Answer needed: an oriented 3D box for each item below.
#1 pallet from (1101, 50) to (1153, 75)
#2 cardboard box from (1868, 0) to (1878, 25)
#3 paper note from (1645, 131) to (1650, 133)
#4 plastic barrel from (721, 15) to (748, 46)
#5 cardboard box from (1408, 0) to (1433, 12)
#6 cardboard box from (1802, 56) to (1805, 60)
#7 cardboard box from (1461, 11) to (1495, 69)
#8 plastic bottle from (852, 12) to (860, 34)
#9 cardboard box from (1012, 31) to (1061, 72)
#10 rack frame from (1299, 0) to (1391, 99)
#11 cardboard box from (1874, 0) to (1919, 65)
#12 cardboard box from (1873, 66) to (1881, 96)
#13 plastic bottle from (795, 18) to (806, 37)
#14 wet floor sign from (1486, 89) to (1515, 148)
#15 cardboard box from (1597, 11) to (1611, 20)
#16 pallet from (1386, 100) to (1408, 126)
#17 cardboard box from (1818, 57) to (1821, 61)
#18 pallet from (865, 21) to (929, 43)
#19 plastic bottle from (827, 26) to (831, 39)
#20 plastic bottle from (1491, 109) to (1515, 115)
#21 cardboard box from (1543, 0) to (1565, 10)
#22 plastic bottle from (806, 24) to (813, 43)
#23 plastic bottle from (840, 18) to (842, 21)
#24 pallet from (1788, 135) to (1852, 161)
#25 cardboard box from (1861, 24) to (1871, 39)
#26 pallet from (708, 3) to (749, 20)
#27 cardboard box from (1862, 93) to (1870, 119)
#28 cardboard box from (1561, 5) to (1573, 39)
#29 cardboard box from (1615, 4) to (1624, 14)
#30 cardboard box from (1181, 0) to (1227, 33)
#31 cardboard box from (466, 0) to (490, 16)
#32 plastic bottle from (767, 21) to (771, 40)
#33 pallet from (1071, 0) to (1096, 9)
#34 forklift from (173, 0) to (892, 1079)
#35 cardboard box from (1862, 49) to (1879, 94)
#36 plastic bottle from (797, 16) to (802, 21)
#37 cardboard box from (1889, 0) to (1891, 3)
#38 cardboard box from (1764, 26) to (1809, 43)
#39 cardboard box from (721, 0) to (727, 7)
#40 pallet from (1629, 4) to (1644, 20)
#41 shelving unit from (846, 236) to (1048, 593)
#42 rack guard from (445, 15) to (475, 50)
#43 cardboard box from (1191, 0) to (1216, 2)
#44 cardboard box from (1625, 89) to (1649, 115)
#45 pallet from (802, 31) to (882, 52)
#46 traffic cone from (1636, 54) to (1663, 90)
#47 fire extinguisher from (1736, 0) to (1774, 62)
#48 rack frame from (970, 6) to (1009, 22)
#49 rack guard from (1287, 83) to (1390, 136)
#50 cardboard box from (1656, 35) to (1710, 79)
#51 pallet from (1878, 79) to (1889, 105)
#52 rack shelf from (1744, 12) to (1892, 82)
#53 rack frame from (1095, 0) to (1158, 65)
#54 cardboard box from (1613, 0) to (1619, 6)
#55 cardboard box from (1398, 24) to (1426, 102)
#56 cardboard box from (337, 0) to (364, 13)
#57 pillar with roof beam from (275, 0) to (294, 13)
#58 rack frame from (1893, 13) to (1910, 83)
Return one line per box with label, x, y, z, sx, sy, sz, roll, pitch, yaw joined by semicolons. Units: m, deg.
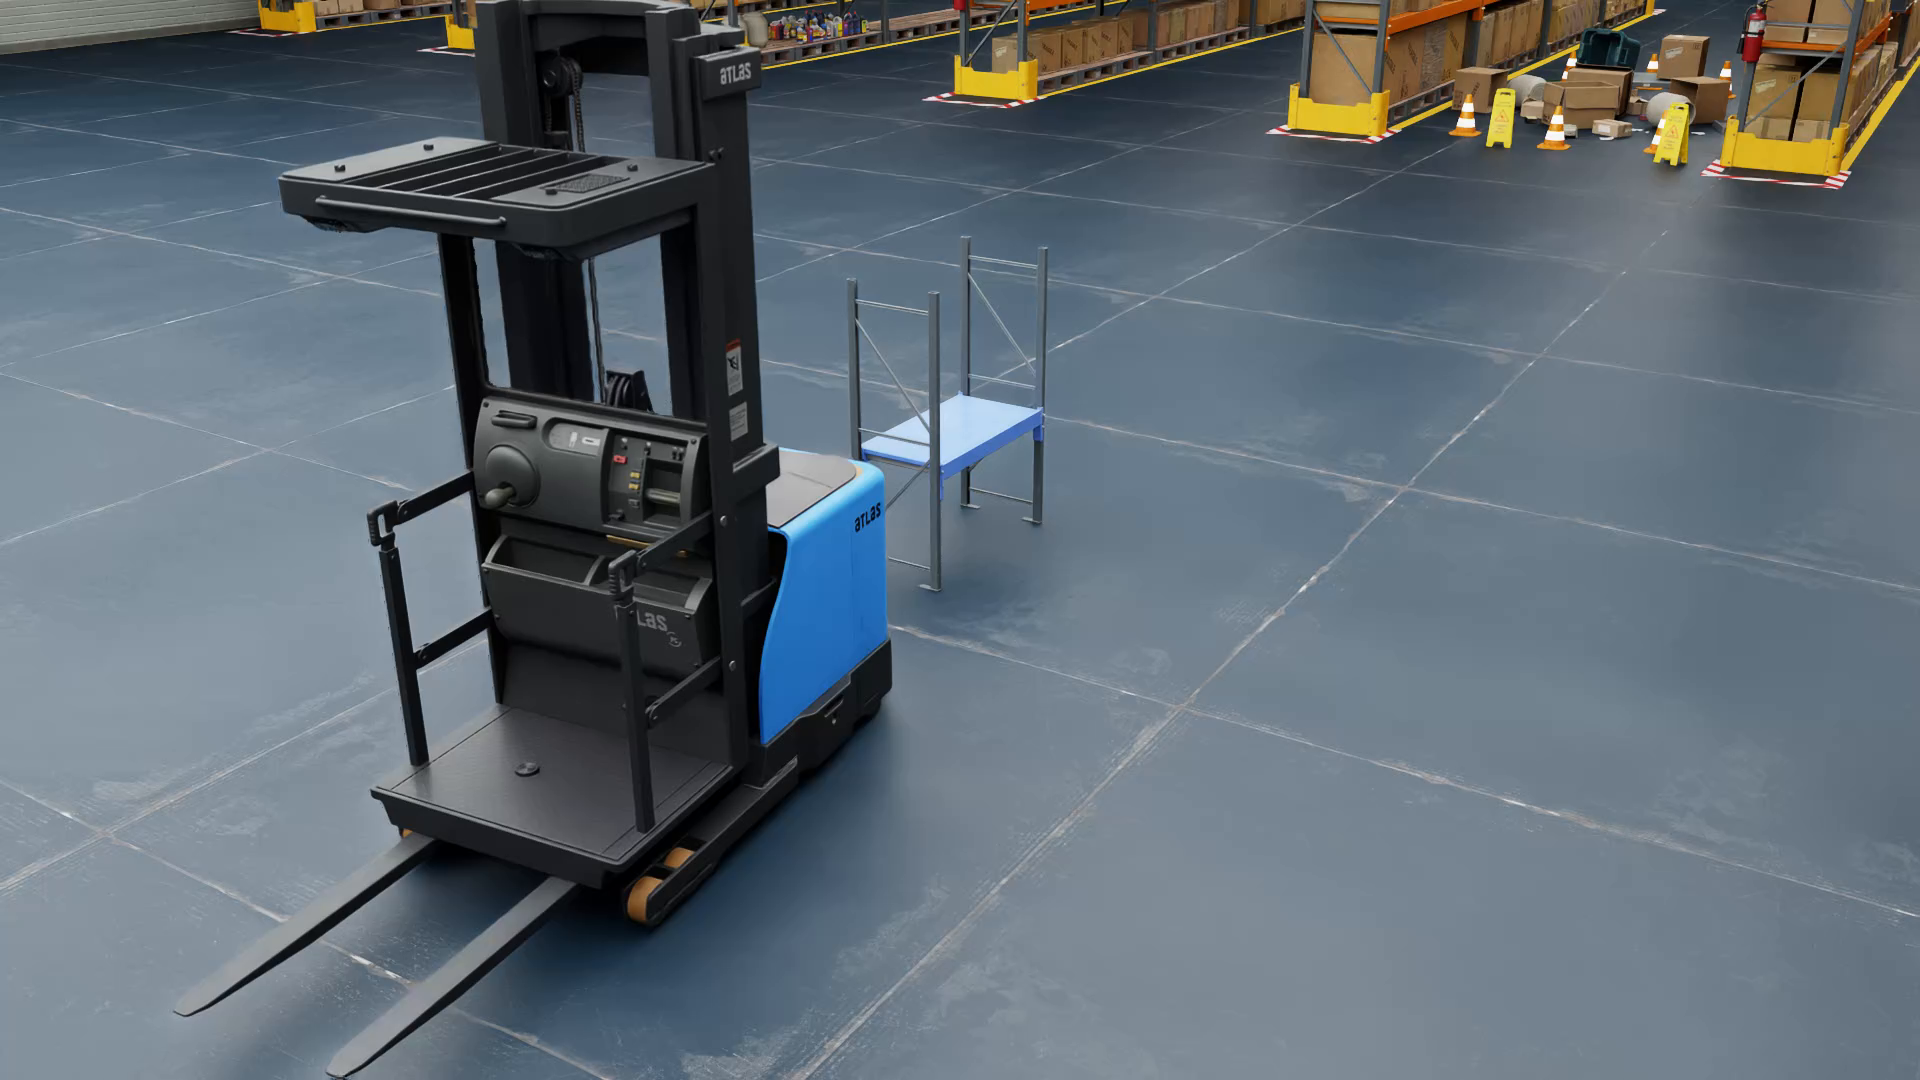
pallet;2.236;-7.306;25.362;1.003;0.211;1.213;14;27;29
cardboard box;9.625;-5.853;17.994;0.500;0.500;0.500;15;27;31
paper note;8.338;-4.947;20.165;0.032;0.001;0.123;14;27;29
plastic barrel;-3.476;-7.797;25.588;0.421;0.512;0.421;0;23;0
cardboard box;5.441;-6.953;20.847;0.875;0.550;0.550;14;27;29
cardboard box;9.482;-5.602;19.086;0.380;0.149;0.250;15;28;31
cardboard box;6.971;-7.135;23.760;1.050;0.750;0.750;14;27;29
plastic bottle;-1.743;-8.566;27.543;0.144;0.351;0.185;13;27;28
cardboard box;1.080;-6.932;23.604;0.500;0.500;0.500;-20;31;-39
rack frame;4.610;-6.396;19.750;1.000;3.000;0.127;14;27;29
cardboard box;13.524;-7.527;24.507;0.875;0.875;0.875;14;27;28
cardboard box;11.253;-5.908;21.400;0.950;0.372;0.625;14;27;30
plastic bottle;-2.611;-8.395;27.240;0.152;0.276;0.135;14;27;29
wet floor sign;6.277;-4.891;19.237;0.267;0.644;0.232;9;25;20
cardboard box;11.405;-9.387;29.717;0.380;0.149;0.250;13;26;27
pallet;4.966;-5.403;20.965;1.003;0.211;1.213;14;27;29
cardboard box;9.891;-5.518;19.709;0.500;0.500;0.500;15;28;32
pallet;-1.267;-8.851;28.931;1.003;0.211;1.213;14;27;29
plastic bottle;-2.143;-8.225;26.941;0.097;0.201;0.097;0;23;0
plastic bottle;6.980;-5.492;21.360;0.283;0.061;0.133;5;24;11
cardboard box;9.400;-8.668;26.672;0.500;0.250;0.500;13;26;27
plastic bottle;-2.402;-8.082;26.510;0.061;0.283;0.133;14;27;30
plastic bottle;-1.983;-8.490;27.460;0.152;0.276;0.135;14;27;29
pallet;9.368;-4.406;18.662;1.003;0.211;1.213;14;27;29
cardboard box;9.727;-5.586;18.194;0.380;0.149;0.250;14;27;30
pallet;-4.856;-10.288;32.249;1.003;0.211;1.213;14;27;29
cardboard box;10.623;-5.236;20.003;0.500;0.250;0.500;13;27;28
cardboard box;9.682;-8.498;27.222;0.500;0.500;0.500;14;27;30
cardboard box;12.055;-9.833;30.748;0.380;0.149;0.250;13;27;28
cardboard box;4.052;-8.805;27.905;0.700;0.500;0.500;11;26;25
cardboard box;-7.934;-9.066;27.904;0.500;0.500;0.500;14;27;29
plastic bottle;-3.116;-8.218;26.824;0.061;0.283;0.133;15;27;30
pallet;2.129;-11.027;33.956;1.003;0.211;1.213;14;27;29
forklift;-1.387;-0.223;5.575;1.130;2.935;3.031;11;26;24
cardboard box;10.628;-5.590;19.876;0.500;0.500;0.500;14;27;30
plastic bottle;-2.648;-8.517;27.514;0.061;0.283;0.133;15;28;31
cardboard box;10.956;-6.724;20.005;0.500;0.500;0.500;13;27;28
cardboard box;8.884;-5.449;17.878;0.380;0.149;0.250;15;28;31
cardboard box;-4.620;-10.432;32.003;0.500;0.250;0.500;14;27;30
pallet;12.551;-10.225;32.103;1.003;0.211;1.213;14;27;29
shelving unit;-0.045;-0.659;8.386;0.538;1.500;1.048;14;27;29
rack guard;-7.977;-8.392;27.506;1.175;0.500;0.348;14;27;29
cardboard box;4.071;-9.155;27.772;0.500;0.250;0.500;17;29;35
cardboard box;8.726;-5.663;21.498;0.258;0.266;0.396;-3;24;-7
pallet;-2.038;-8.360;27.796;1.003;0.211;1.213;14;27;29
traffic cone;9.747;-6.598;23.410;0.336;0.463;0.334;14;27;29
fire extinguisher;8.417;-5.416;17.582;0.296;0.674;0.183;14;27;29
rack frame;0.462;-11.208;30.864;1.000;3.000;0.127;14;27;29
rack guard;4.598;-5.241;20.228;1.175;0.500;0.348;14;27;29
cardboard box;9.451;-6.307;21.736;0.500;0.500;0.500;14;27;29
pallet;12.031;-6.140;22.668;1.003;0.211;1.213;14;27;29
rack shelf;9.924;-5.738;19.135;1.077;0.370;4.000;14;27;29
rack frame;2.560;-8.820;25.348;1.000;3.000;0.127;14;27;29
cardboard box;11.868;-9.895;30.517;0.380;0.149;0.250;15;28;31
cardboard box;5.374;-6.154;21.336;0.875;0.875;0.875;13;27;28
cardboard box;-11.433;-9.959;30.810;0.500;0.311;0.500;16;28;33
pillar with roof beam;-8.883;-12.853;27.112;9.100;9.000;0.400;14;27;29
rack frame;13.089;-8.093;23.670;1.000;3.000;0.127;14;27;29
